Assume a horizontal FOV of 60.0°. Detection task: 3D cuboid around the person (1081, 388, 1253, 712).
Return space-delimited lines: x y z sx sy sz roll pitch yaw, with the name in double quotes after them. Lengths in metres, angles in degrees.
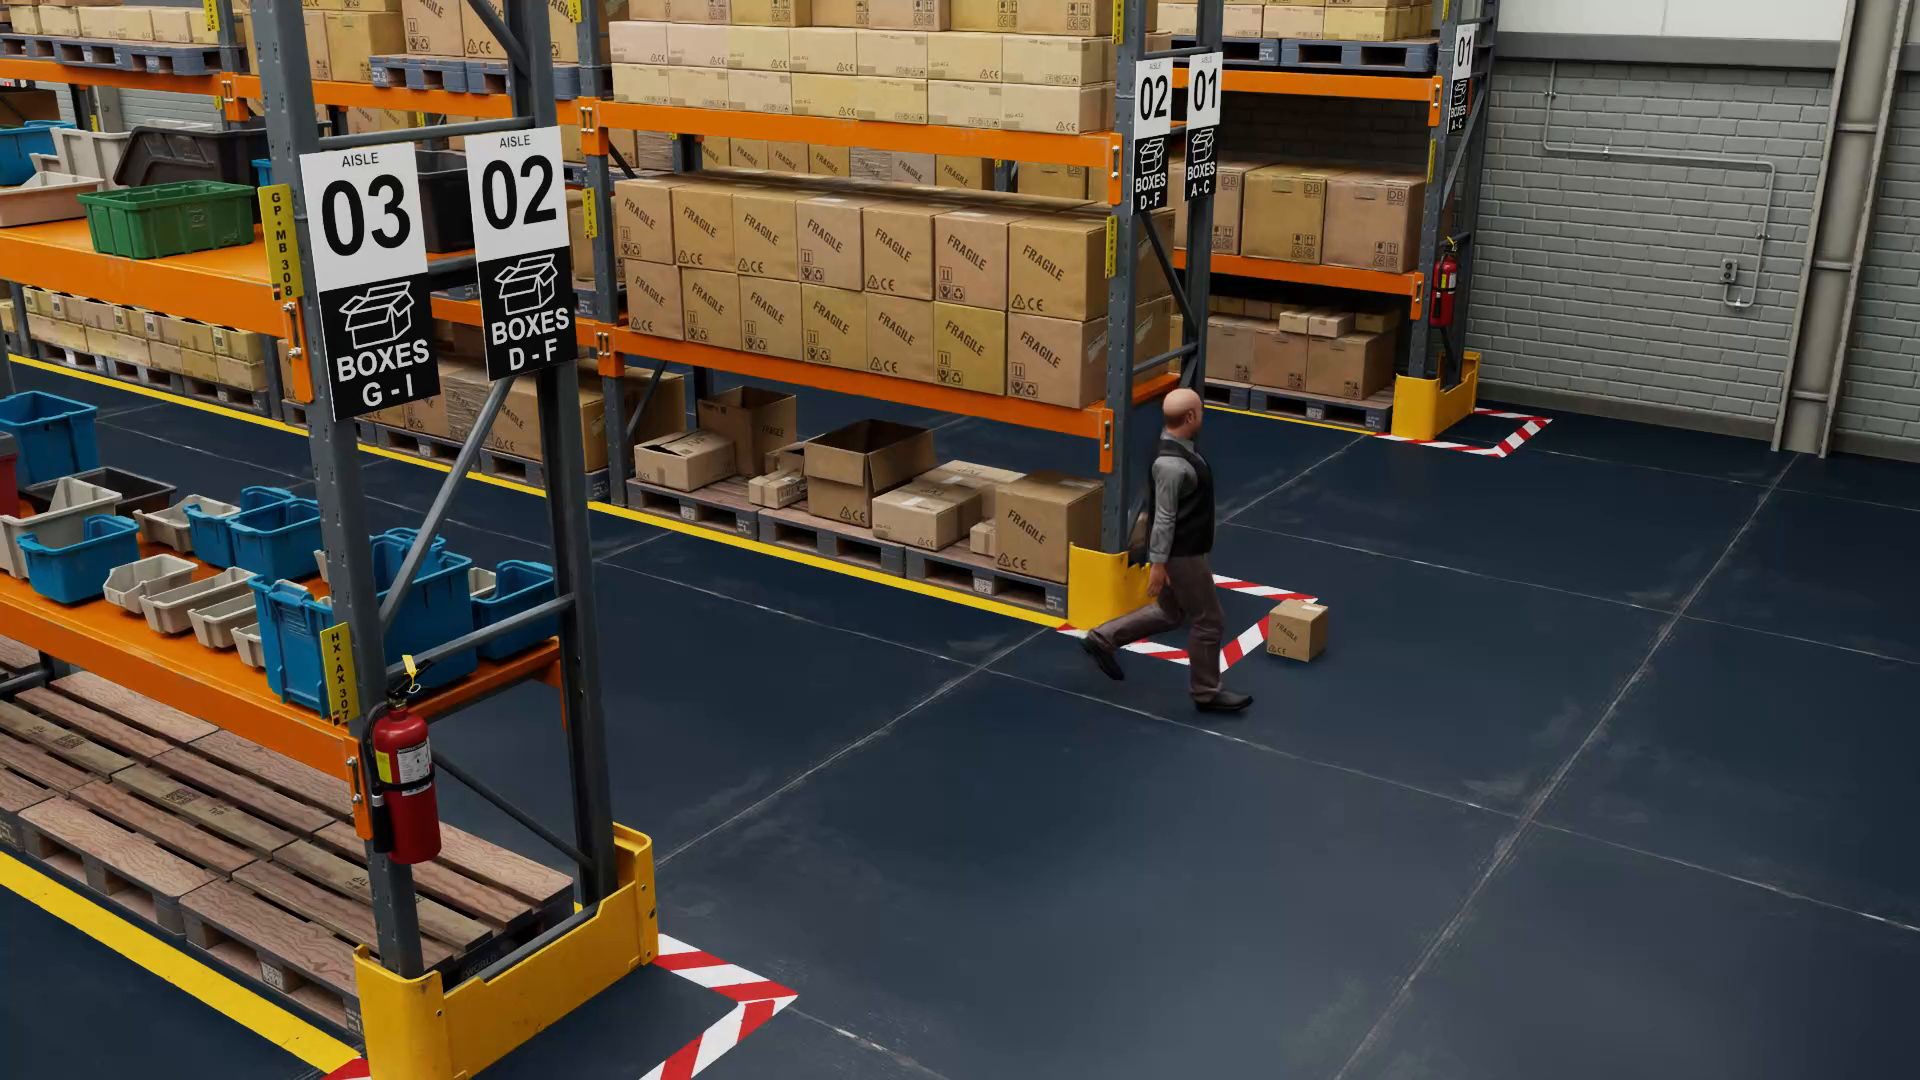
1.081 0.050 8.497 0.906 1.697 0.572 2 20 7 "person"
